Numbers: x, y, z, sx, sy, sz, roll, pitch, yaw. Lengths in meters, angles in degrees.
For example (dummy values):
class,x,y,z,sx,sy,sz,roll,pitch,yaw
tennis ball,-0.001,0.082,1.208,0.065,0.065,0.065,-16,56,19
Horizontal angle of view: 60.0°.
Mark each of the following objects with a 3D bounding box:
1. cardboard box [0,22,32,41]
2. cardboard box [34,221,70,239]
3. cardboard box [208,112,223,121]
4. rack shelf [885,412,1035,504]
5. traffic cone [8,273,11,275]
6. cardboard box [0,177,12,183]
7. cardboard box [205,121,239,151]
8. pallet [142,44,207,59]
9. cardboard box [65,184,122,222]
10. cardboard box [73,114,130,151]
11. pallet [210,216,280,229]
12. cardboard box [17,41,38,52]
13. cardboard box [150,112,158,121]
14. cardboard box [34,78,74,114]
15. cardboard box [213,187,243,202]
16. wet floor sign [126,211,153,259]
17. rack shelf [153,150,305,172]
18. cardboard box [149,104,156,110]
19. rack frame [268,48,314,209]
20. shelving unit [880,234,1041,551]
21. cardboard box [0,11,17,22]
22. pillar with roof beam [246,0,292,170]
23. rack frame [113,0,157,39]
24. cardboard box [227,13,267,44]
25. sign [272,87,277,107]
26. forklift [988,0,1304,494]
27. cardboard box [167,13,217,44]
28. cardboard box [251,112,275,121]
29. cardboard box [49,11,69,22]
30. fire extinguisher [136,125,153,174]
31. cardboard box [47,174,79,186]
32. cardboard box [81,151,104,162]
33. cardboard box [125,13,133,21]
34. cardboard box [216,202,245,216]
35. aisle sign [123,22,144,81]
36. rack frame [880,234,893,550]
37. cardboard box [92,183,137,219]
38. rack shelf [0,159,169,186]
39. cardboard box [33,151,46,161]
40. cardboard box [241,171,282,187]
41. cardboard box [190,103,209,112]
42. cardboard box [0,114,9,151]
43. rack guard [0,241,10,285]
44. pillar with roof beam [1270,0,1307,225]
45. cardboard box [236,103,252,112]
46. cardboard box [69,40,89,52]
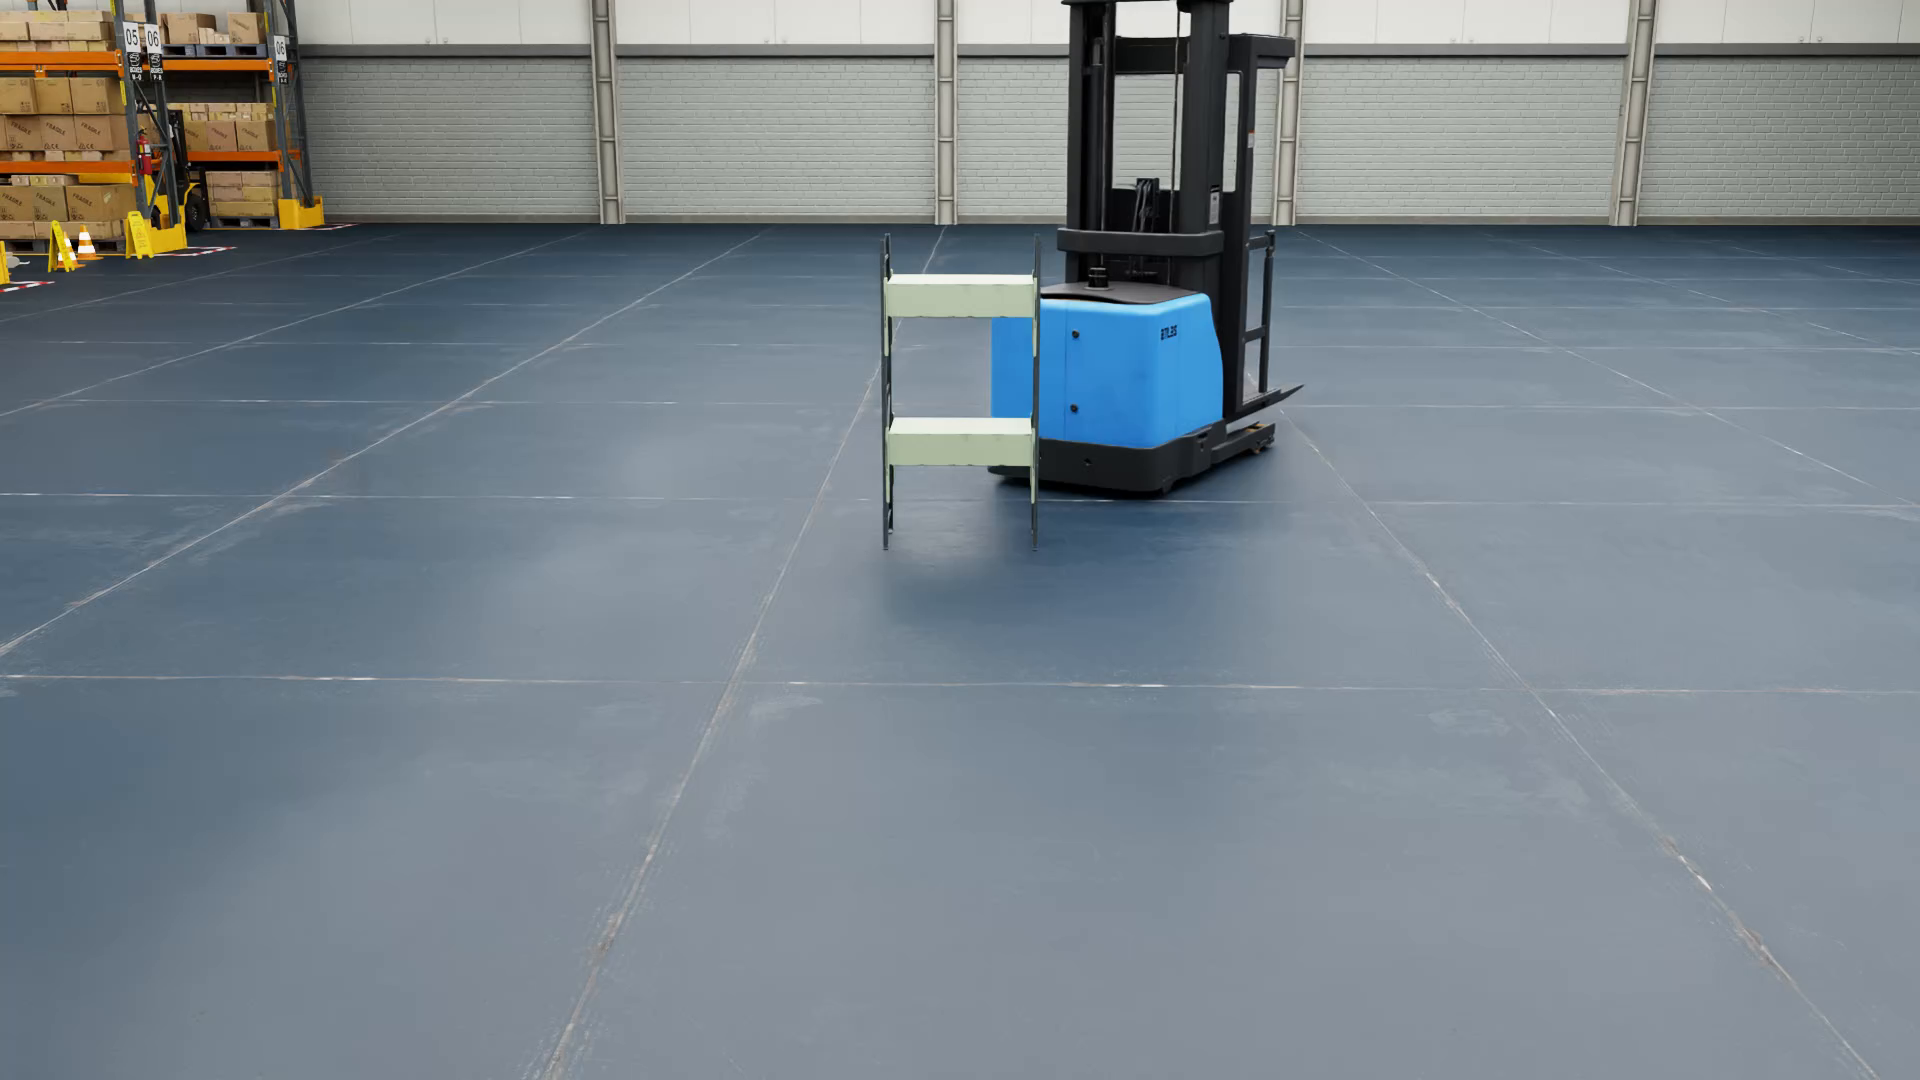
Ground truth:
class,x,y,z,sx,sy,sz,roll,pitch,yaw
cardboard box,-13.231,-7.152,23.400,0.500,0.250,0.500,1,15,3
cardboard box,-13.024,-4.506,24.105,0.500,0.250,0.500,0,15,2
cardboard box,-12.683,-7.265,28.528,0.250,0.149,0.380,0,15,1
rack shelf,0.007,-0.410,8.232,0.720,0.370,0.431,0,15,1
traffic cone,-12.211,-3.566,20.950,0.334,0.463,0.336,0,15,1
cardboard box,-16.864,-6.045,29.203,0.625,0.625,0.875,0,15,1
cardboard box,-12.585,-6.946,28.593,0.500,0.500,0.500,1,15,3
pallet,-13.497,-8.382,28.524,1.213,0.211,1.003,0,15,1
cardboard box,-12.499,-4.865,23.997,0.500,0.500,0.500,0,15,2
cardboard box,-12.241,-5.816,23.724,0.500,0.500,0.500,0,15,0
pallet,-12.334,-5.602,29.160,1.213,0.211,1.003,0,15,1
cardboard box,-13.071,-6.962,23.460,0.250,0.149,0.380,0,15,1
cardboard box,-13.710,-7.260,28.509,0.250,0.149,0.380,0,15,0
cardboard box,-12.713,-6.319,23.671,0.500,0.500,0.700,1,15,2
cardboard box,-12.564,-6.001,28.792,0.500,0.250,0.500,0,15,1
wet floor sign,-11.528,-4.278,23.289,0.232,0.644,0.267,6,16,21
rack shelf,-13.567,-6.621,28.967,4.000,0.370,1.077,0,15,1
cardboard box,-13.716,-7.425,28.552,0.250,0.149,0.380,0,15,2
rack frame,-11.568,-6.956,28.826,0.127,3.000,1.000,0,15,1
shelving unit,0.007,-0.725,8.149,0.755,1.500,0.431,0,15,1
cardboard box,-13.307,-7.367,23.431,0.250,0.149,0.380,0,15,0
pillar with roof beam,-12.351,-8.993,24.788,0.400,9.000,9.100,0,15,1
rack frame,-11.691,-8.591,23.262,0.127,3.000,1.000,0,15,1
cardboard box,-12.017,-8.647,28.139,0.500,0.500,0.500,1,15,3
sign,-11.596,-7.492,28.124,0.005,0.325,0.100,0,15,1
forklift,1.340,-2.000,10.174,1.130,2.935,3.031,9,17,29
cardboard box,-13.038,-8.679,28.261,0.500,0.500,0.700,0,15,2
cardboard box,-11.922,-7.249,28.468,0.250,0.149,0.380,1,15,2
cardboard box,-12.549,-7.340,23.330,0.250,0.149,0.380,0,15,1
fire extinguisher,-11.588,-5.535,23.589,0.183,0.674,0.296,0,15,1
cardboard box,-12.867,-5.164,23.858,0.250,0.149,0.380,1,15,3
cardboard box,-12.327,-5.490,23.761,0.250,0.149,0.380,0,15,1
cardboard box,-12.041,-7.459,23.781,0.250,0.149,0.380,0,15,1
cardboard box,-12.543,-5.758,28.851,0.500,0.250,0.500,0,15,1
aisle sign,-11.637,-6.873,23.414,0.004,0.787,0.394,0,15,1
rack frame,-0.359,-0.728,8.158,0.023,1.500,0.400,0,15,1
cardboard box,-12.514,-5.002,24.517,0.500,0.500,0.500,0,15,0
rack shelf,-13.690,-5.355,24.169,4.000,0.370,1.077,0,15,1
cardboard box,-13.093,-5.529,23.908,0.250,0.149,0.380,1,15,2
cardboard box,-12.036,-6.237,28.705,0.500,0.250,0.500,1,15,3
cardboard box,-12.951,-7.393,28.431,0.250,0.149,0.380,1,15,3
cardboard box,-13.747,-5.832,23.787,0.500,0.500,0.500,1,15,2
rack guard,-11.692,-3.218,19.559,0.348,0.500,1.175,0,15,1
pillar with roof beam,5.643,-8.876,24.343,0.400,9.000,9.100,0,15,1
cardboard box,-12.179,-7.404,28.473,0.250,0.149,0.380,0,15,2
cardboard box,-12.304,-6.943,23.390,0.250,0.149,0.380,0,15,2
